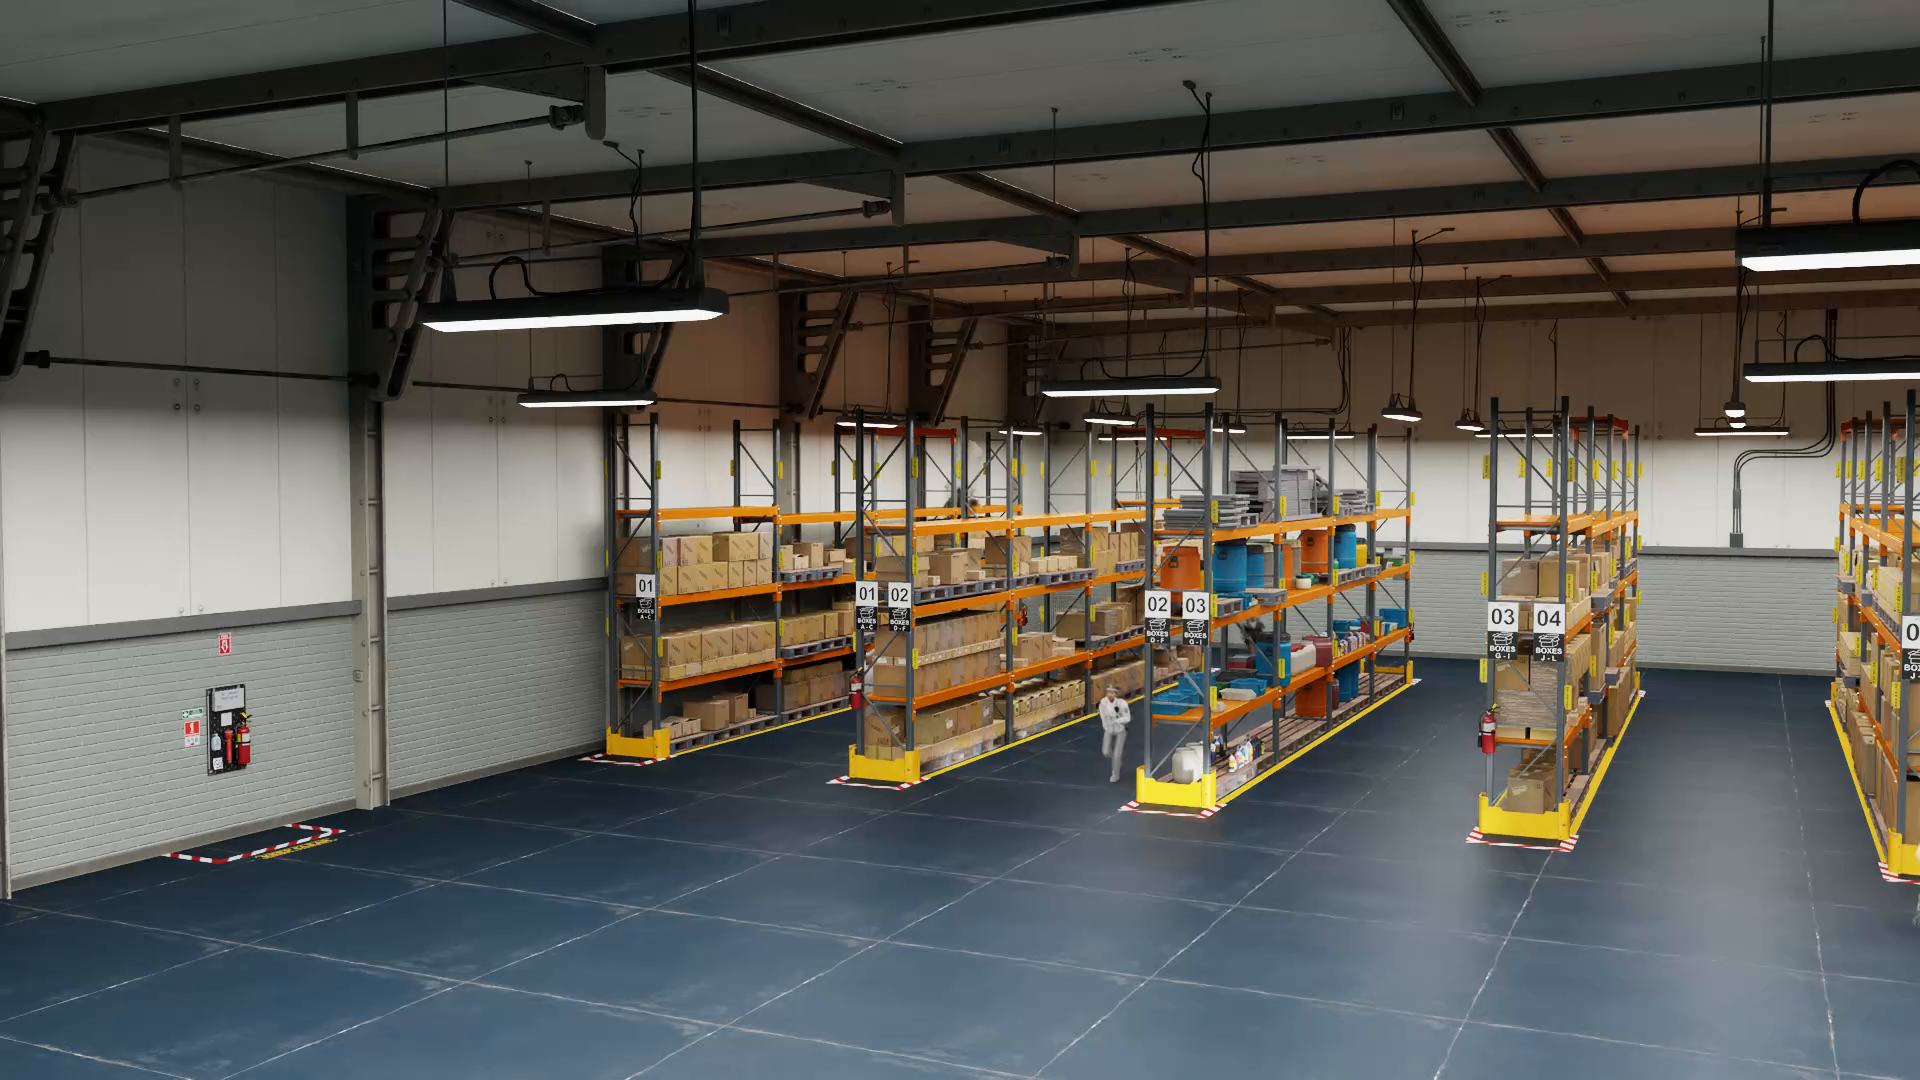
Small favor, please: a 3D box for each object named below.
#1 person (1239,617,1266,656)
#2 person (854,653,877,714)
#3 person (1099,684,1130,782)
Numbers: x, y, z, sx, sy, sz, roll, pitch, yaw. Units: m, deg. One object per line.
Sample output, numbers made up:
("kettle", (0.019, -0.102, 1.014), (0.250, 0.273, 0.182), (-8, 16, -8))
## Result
("person", (7.124, 2.489, 40.388), (0.633, 1.647, 0.549), (0, 2, -6))
("person", (-1.691, 2.901, 30.961), (0.626, 1.638, 0.628), (1, 2, 13))
("person", (2.442, 3.082, 26.593), (0.600, 1.614, 0.657), (1, 3, 22))
